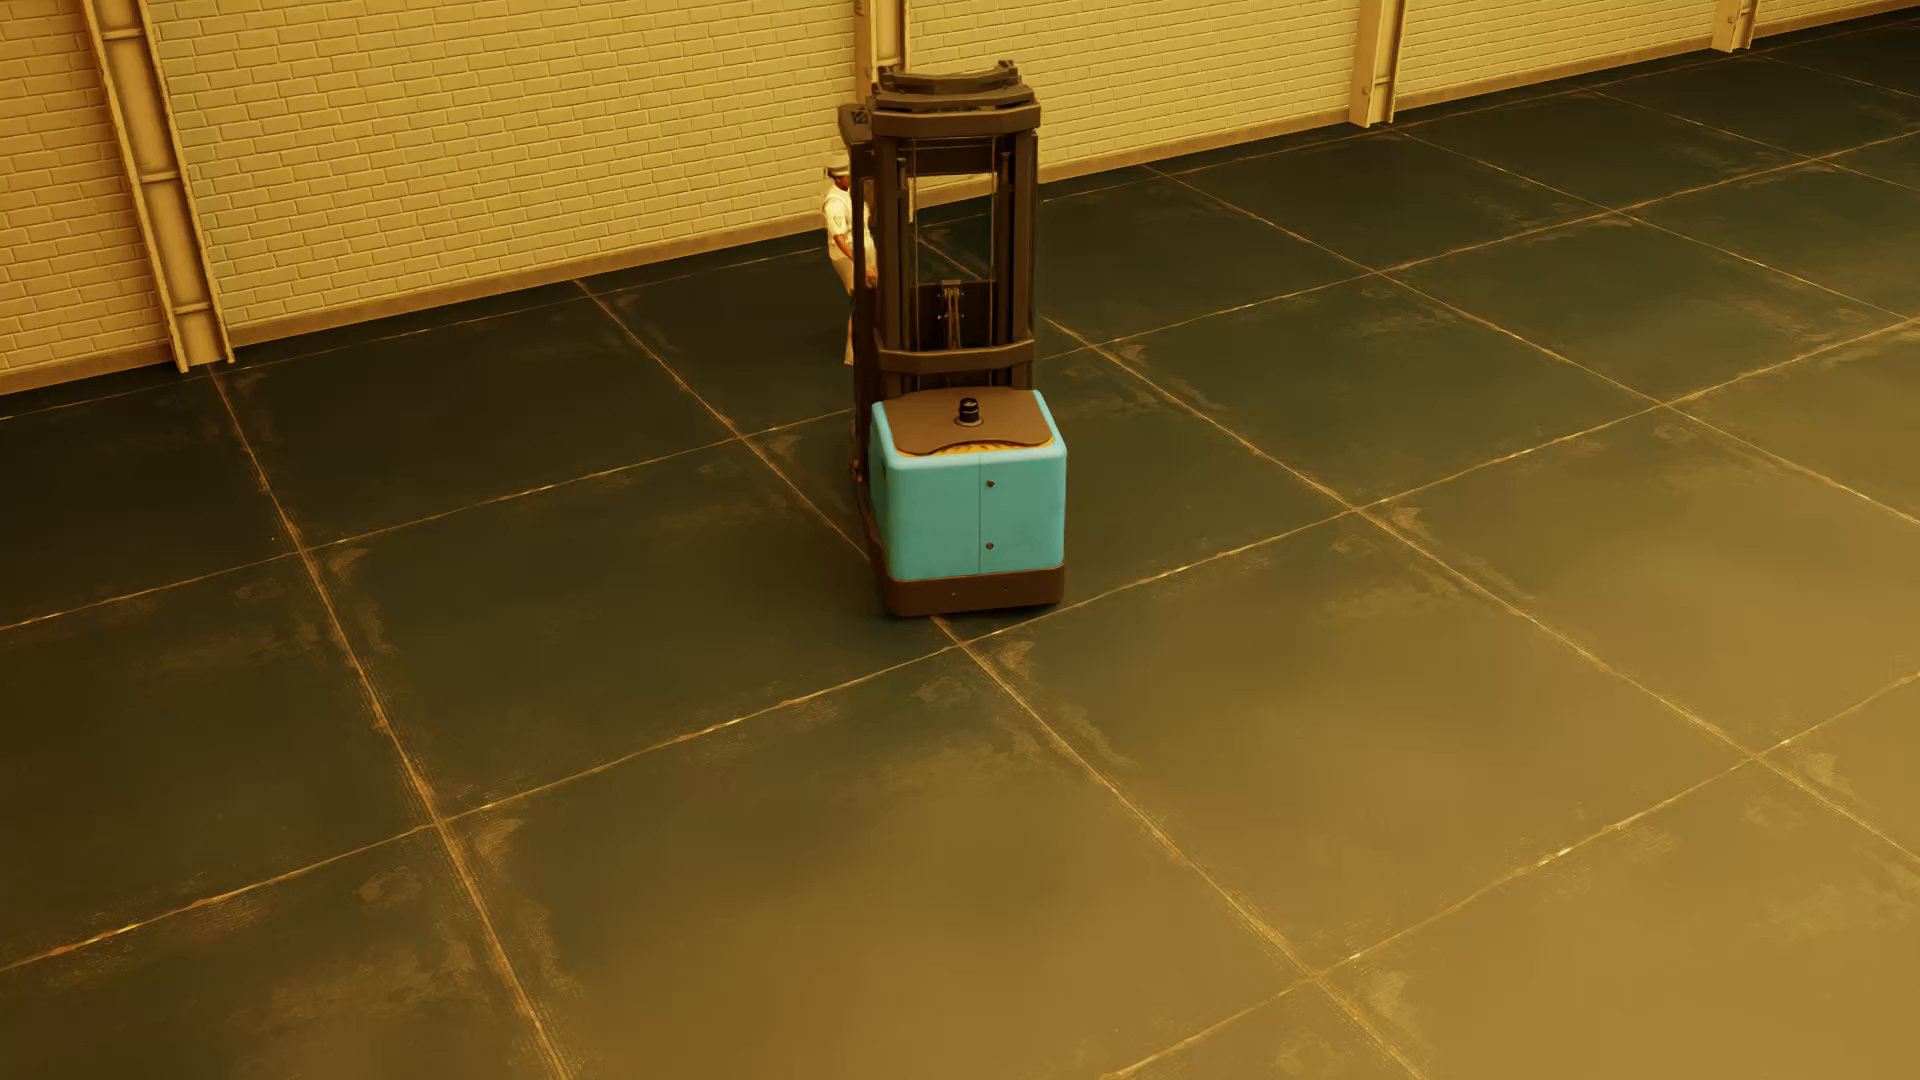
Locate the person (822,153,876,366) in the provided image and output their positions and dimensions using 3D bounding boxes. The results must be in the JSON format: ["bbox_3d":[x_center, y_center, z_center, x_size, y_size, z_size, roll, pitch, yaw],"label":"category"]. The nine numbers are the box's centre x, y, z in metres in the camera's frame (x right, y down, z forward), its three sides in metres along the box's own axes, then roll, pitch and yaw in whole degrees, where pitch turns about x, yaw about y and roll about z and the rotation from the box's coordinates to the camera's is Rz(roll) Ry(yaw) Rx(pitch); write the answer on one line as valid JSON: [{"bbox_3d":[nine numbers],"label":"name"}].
[{"bbox_3d":[-0.746,-2.156,12.593,0.592,1.543,0.725,13,33,21],"label":"person"}]

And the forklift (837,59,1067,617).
[{"bbox_3d":[-0.136,-1.555,10.244,1.130,2.935,3.031,-5,31,-8],"label":"forklift"}]
